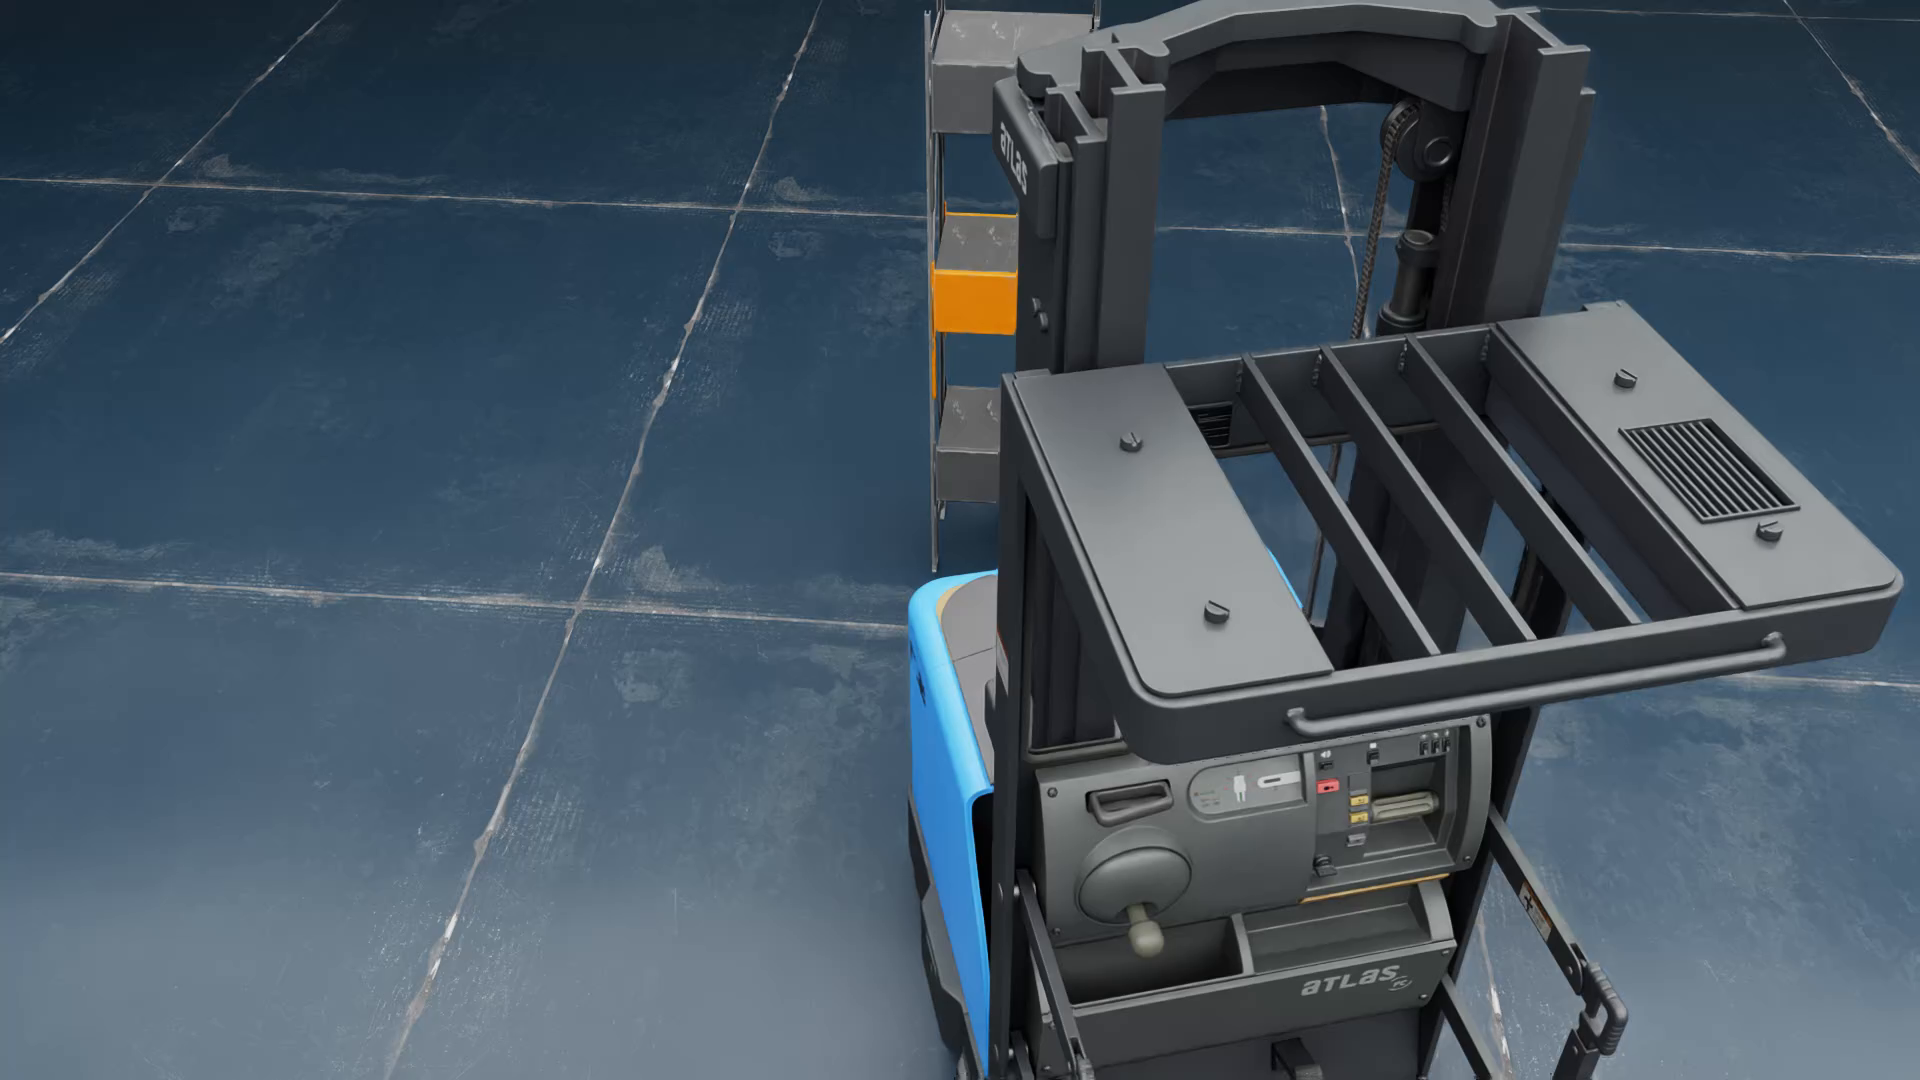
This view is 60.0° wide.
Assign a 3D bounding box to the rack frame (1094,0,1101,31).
[{"bbox_3d":[0.408,-0.792,5.560,0.015,2.100,0.400,3,39,4],"label":"rack frame"}]

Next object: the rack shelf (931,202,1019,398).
[{"bbox_3d":[0.165,-0.795,5.585,0.480,0.518,0.431,3,39,4],"label":"rack shelf"}]

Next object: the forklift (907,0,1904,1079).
[{"bbox_3d":[0.659,0.650,3.130,1.130,2.935,3.031,-8,40,-9],"label":"forklift"}]

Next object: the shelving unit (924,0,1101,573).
[{"bbox_3d":[0.165,-0.805,5.576,0.503,2.100,0.431,3,39,4],"label":"shelving unit"}]

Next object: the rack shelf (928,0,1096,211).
[{"bbox_3d":[0.165,-1.338,5.143,0.480,0.518,0.431,3,39,4],"label":"rack shelf"}]

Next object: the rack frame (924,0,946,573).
[{"bbox_3d":[-0.078,-0.819,5.592,0.015,2.100,0.400,3,39,4],"label":"rack frame"}]

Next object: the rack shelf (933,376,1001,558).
[{"bbox_3d":[0.165,-0.252,6.027,0.480,0.518,0.431,3,39,4],"label":"rack shelf"}]
